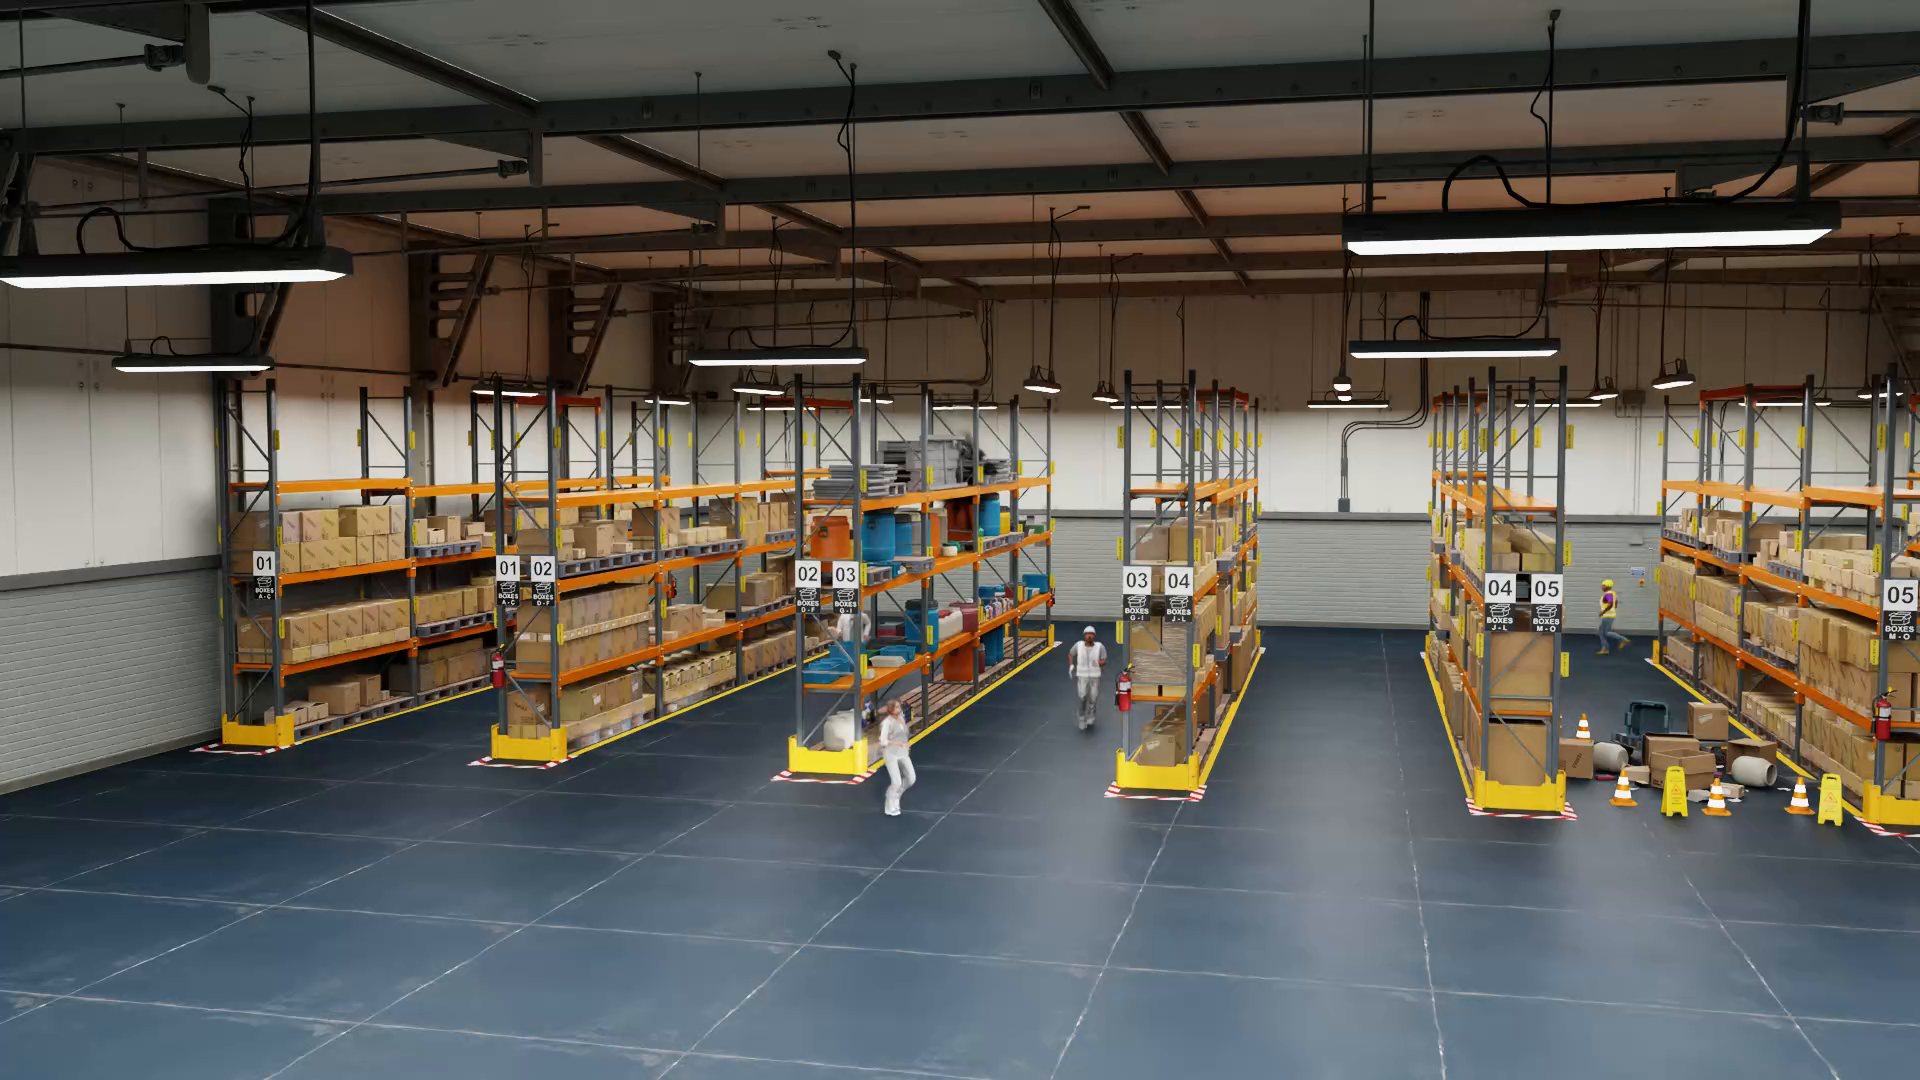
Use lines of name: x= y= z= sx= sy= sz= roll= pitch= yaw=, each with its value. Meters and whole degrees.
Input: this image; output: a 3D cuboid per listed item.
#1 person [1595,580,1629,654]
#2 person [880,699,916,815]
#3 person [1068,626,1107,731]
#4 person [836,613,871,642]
person: x=15.202 y=1.814 z=38.748 sx=0.741 sy=1.767 sz=0.702 roll=2 pitch=4 yaw=28
person: x=-0.802 y=2.934 z=22.068 sx=0.537 sy=1.465 sz=0.524 roll=3 pitch=5 yaw=44
person: x=2.217 y=2.388 z=28.745 sx=0.655 sy=1.795 sz=0.712 roll=0 pitch=3 yaw=0
person: x=-2.138 y=2.101 z=33.471 sx=0.689 sy=1.772 sz=1.035 roll=0 pitch=3 yaw=4
